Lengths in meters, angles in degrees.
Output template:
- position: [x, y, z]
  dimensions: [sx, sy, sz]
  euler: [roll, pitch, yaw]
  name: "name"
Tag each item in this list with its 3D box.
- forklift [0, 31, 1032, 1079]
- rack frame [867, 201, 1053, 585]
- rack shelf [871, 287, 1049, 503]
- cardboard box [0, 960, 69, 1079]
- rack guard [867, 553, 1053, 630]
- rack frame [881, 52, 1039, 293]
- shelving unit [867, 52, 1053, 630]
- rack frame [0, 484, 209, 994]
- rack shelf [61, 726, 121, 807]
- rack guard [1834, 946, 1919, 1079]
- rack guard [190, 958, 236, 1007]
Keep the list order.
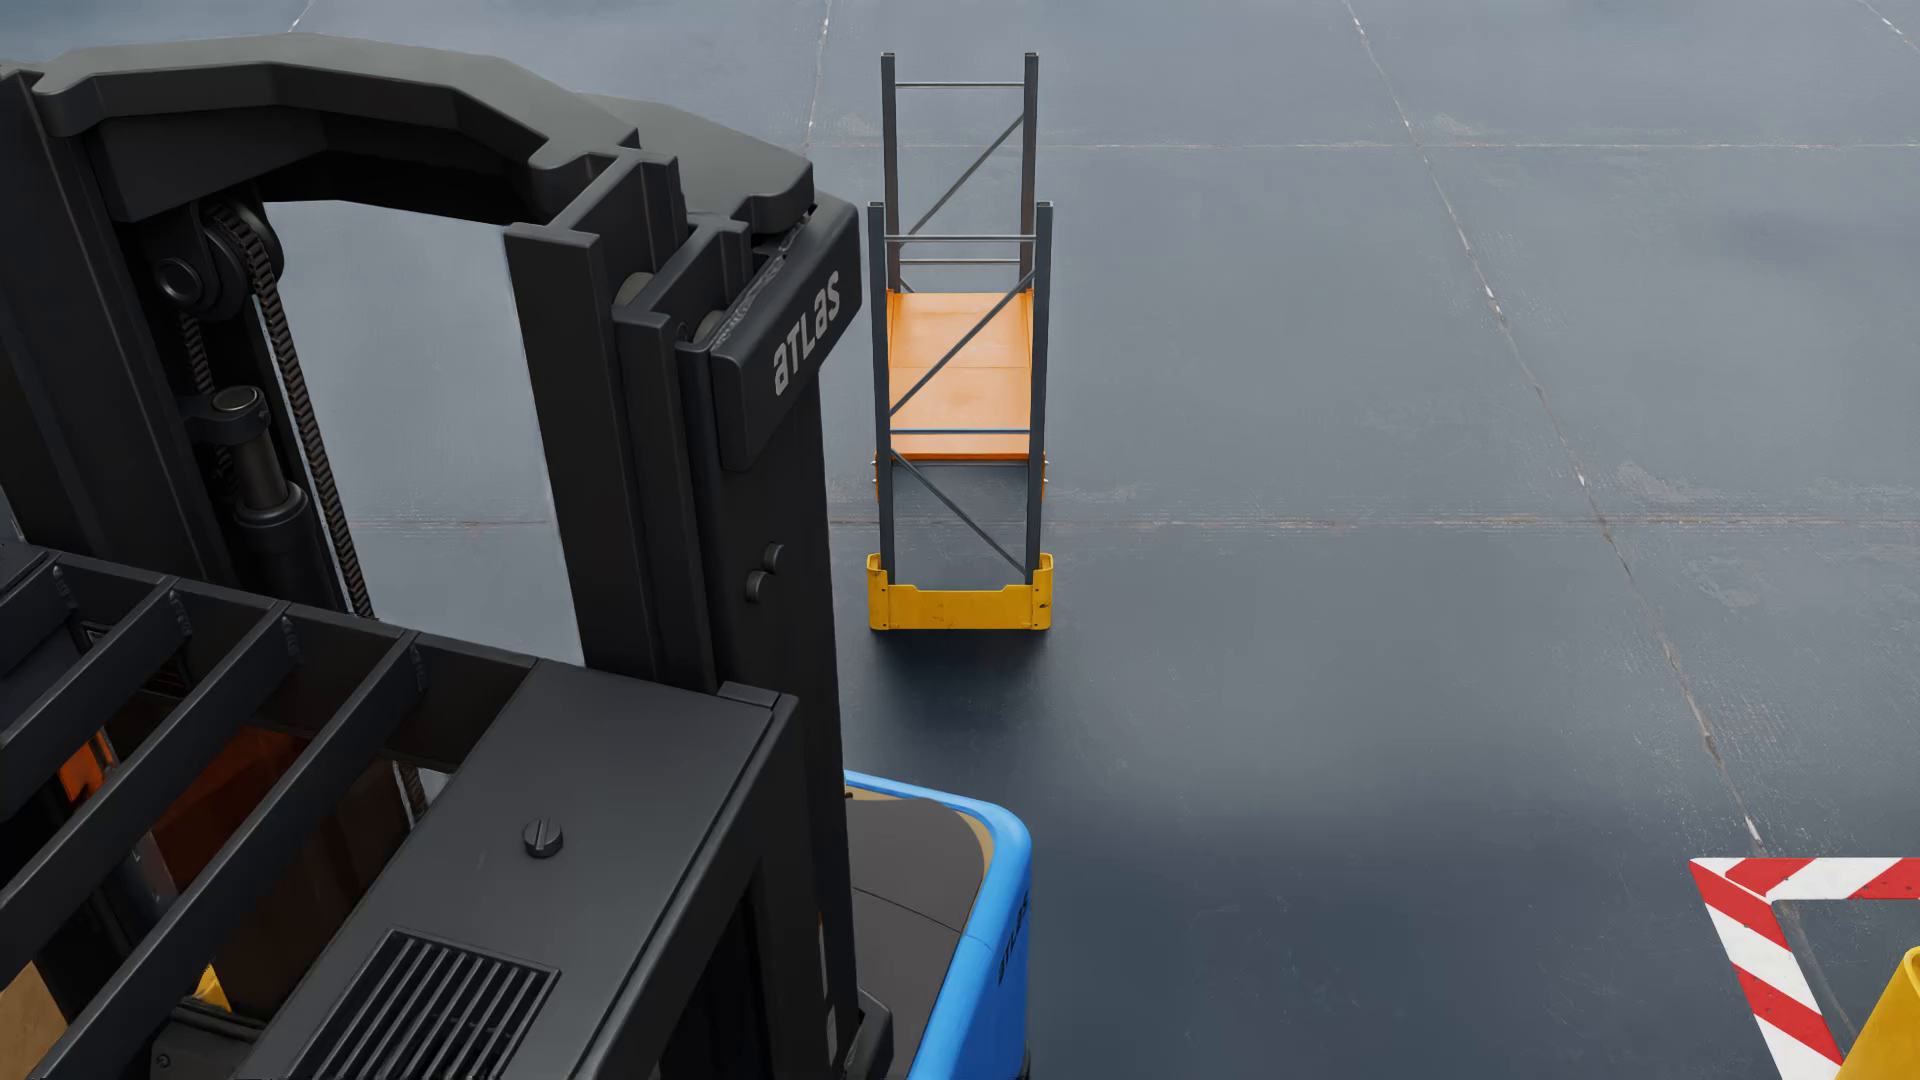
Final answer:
- position: [-0.760, 1.034, 2.116]
  dimensions: [1.130, 2.935, 3.031]
  euler: [11, 40, 13]
  name: "forklift"
- position: [0.000, -0.321, 4.951]
  dimensions: [0.500, 1.500, 0.032]
  euler: [0, 39, 0]
  name: "rack frame"
- position: [0.000, -0.498, 5.460]
  dimensions: [0.538, 0.185, 1.000]
  euler: [0, 39, 0]
  name: "rack shelf"
- position: [-2.178, 1.236, 3.173]
  dimensions: [0.875, 0.875, 0.875]
  euler: [0, 39, 0]
  name: "cardboard box"
- position: [0.000, 0.166, 5.343]
  dimensions: [0.587, 0.250, 0.087]
  euler: [0, 39, 0]
  name: "rack guard"
- position: [-0.001, -0.956, 5.744]
  dimensions: [0.500, 1.500, 0.032]
  euler: [0, 39, 0]
  name: "rack frame"
- position: [0.000, -0.633, 5.340]
  dimensions: [0.587, 1.500, 1.083]
  euler: [0, 39, 0]
  name: "shelving unit"
- position: [-2.245, 0.147, 3.169]
  dimensions: [1.000, 3.000, 0.127]
  euler: [0, 39, 0]
  name: "rack frame"
- position: [-2.242, 1.678, 1.833]
  dimensions: [1.077, 0.370, 4.000]
  euler: [0, 39, 0]
  name: "rack shelf"
- position: [2.715, 1.229, 3.817]
  dimensions: [1.175, 0.500, 0.348]
  euler: [0, 39, 0]
  name: "rack guard"
- position: [-2.245, 1.107, 3.969]
  dimensions: [1.175, 0.500, 0.348]
  euler: [0, 39, 0]
  name: "rack guard"
